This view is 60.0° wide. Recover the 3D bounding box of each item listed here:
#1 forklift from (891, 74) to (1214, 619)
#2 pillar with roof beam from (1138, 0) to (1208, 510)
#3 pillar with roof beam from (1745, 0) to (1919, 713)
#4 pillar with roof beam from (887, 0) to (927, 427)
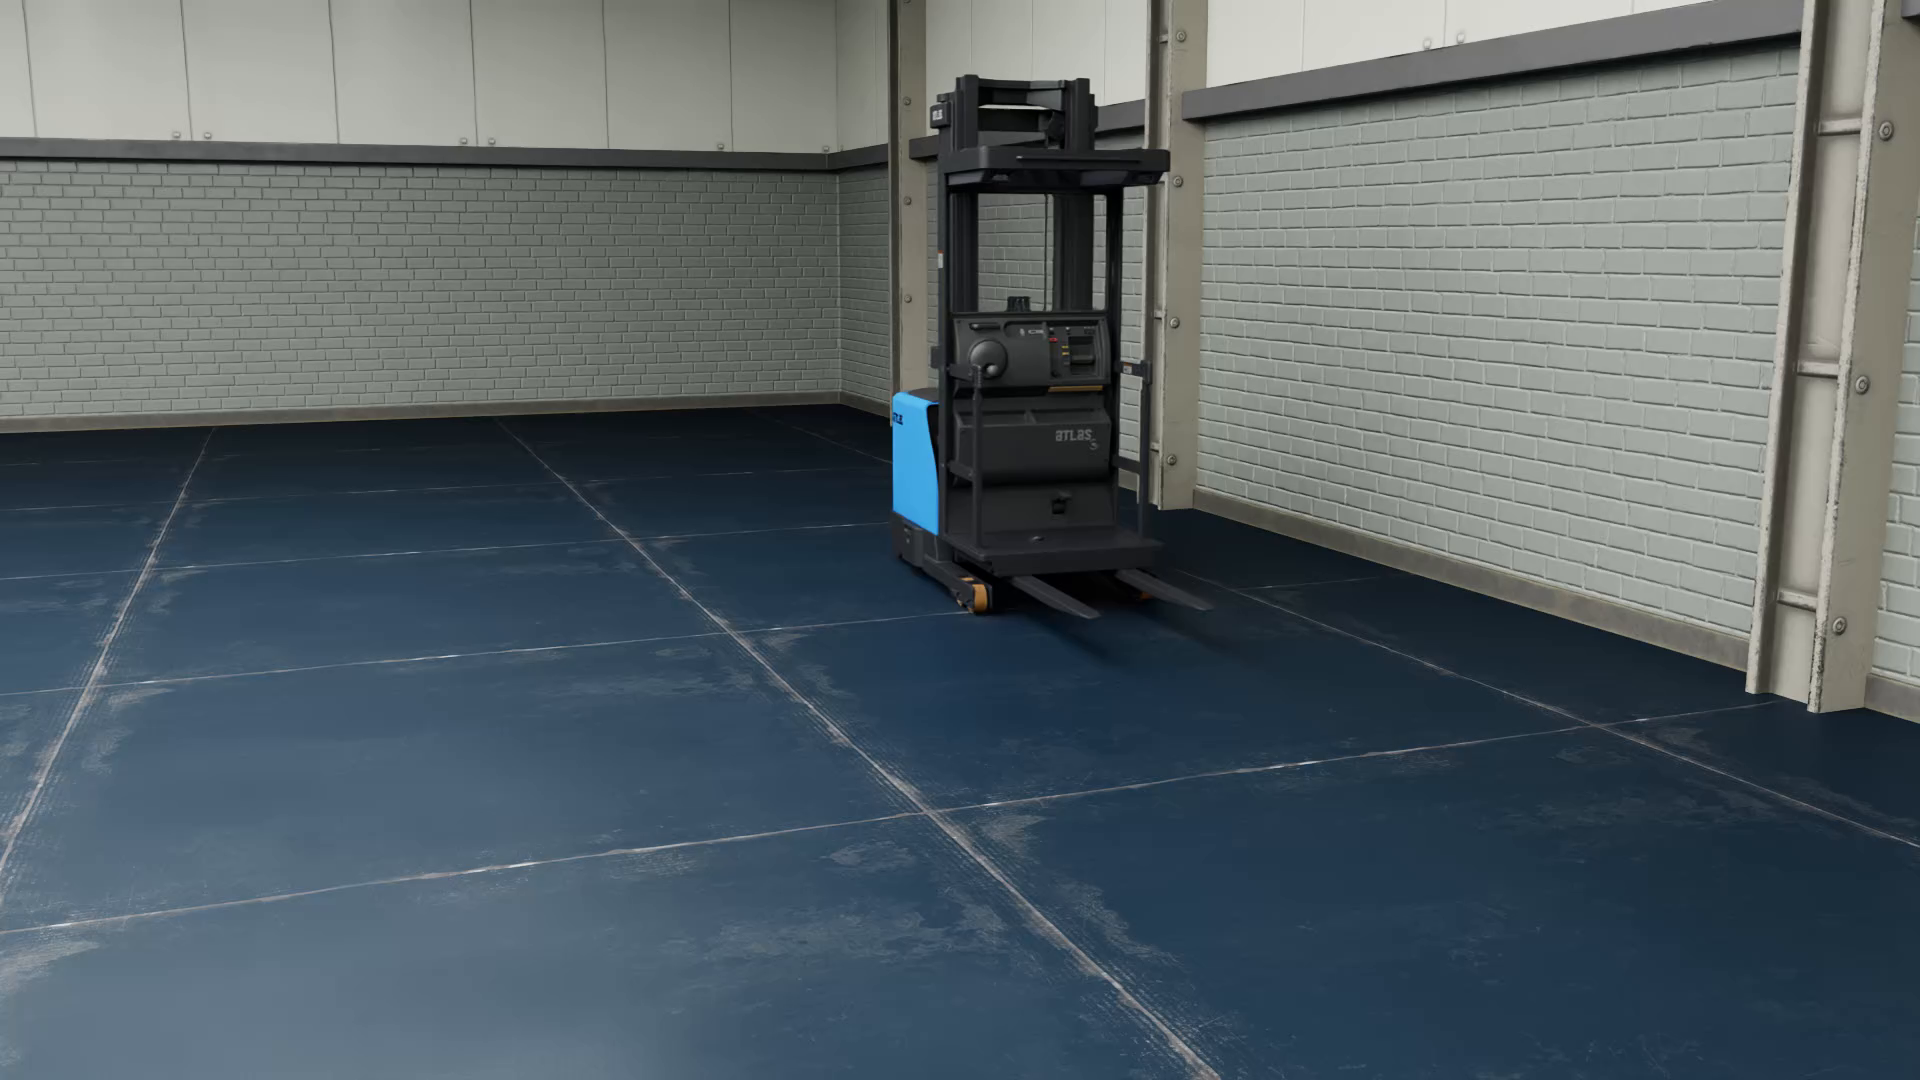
[{"bbox_3d":[0.484,-1.117,9.331,1.130,2.935,3.031,-3,11,-17],"label":"forklift"},{"bbox_3d":[-2.404,-4.428,10.618,9.100,9.000,0.400,-4,11,-21],"label":"pillar with roof beam"},{"bbox_3d":[-0.230,-3.449,5.112,9.100,9.000,0.400,-4,11,-21],"label":"pillar with roof beam"},{"bbox_3d":[-4.579,-5.407,16.124,9.100,9.000,0.400,-4,11,-21],"label":"pillar with roof beam"}]
